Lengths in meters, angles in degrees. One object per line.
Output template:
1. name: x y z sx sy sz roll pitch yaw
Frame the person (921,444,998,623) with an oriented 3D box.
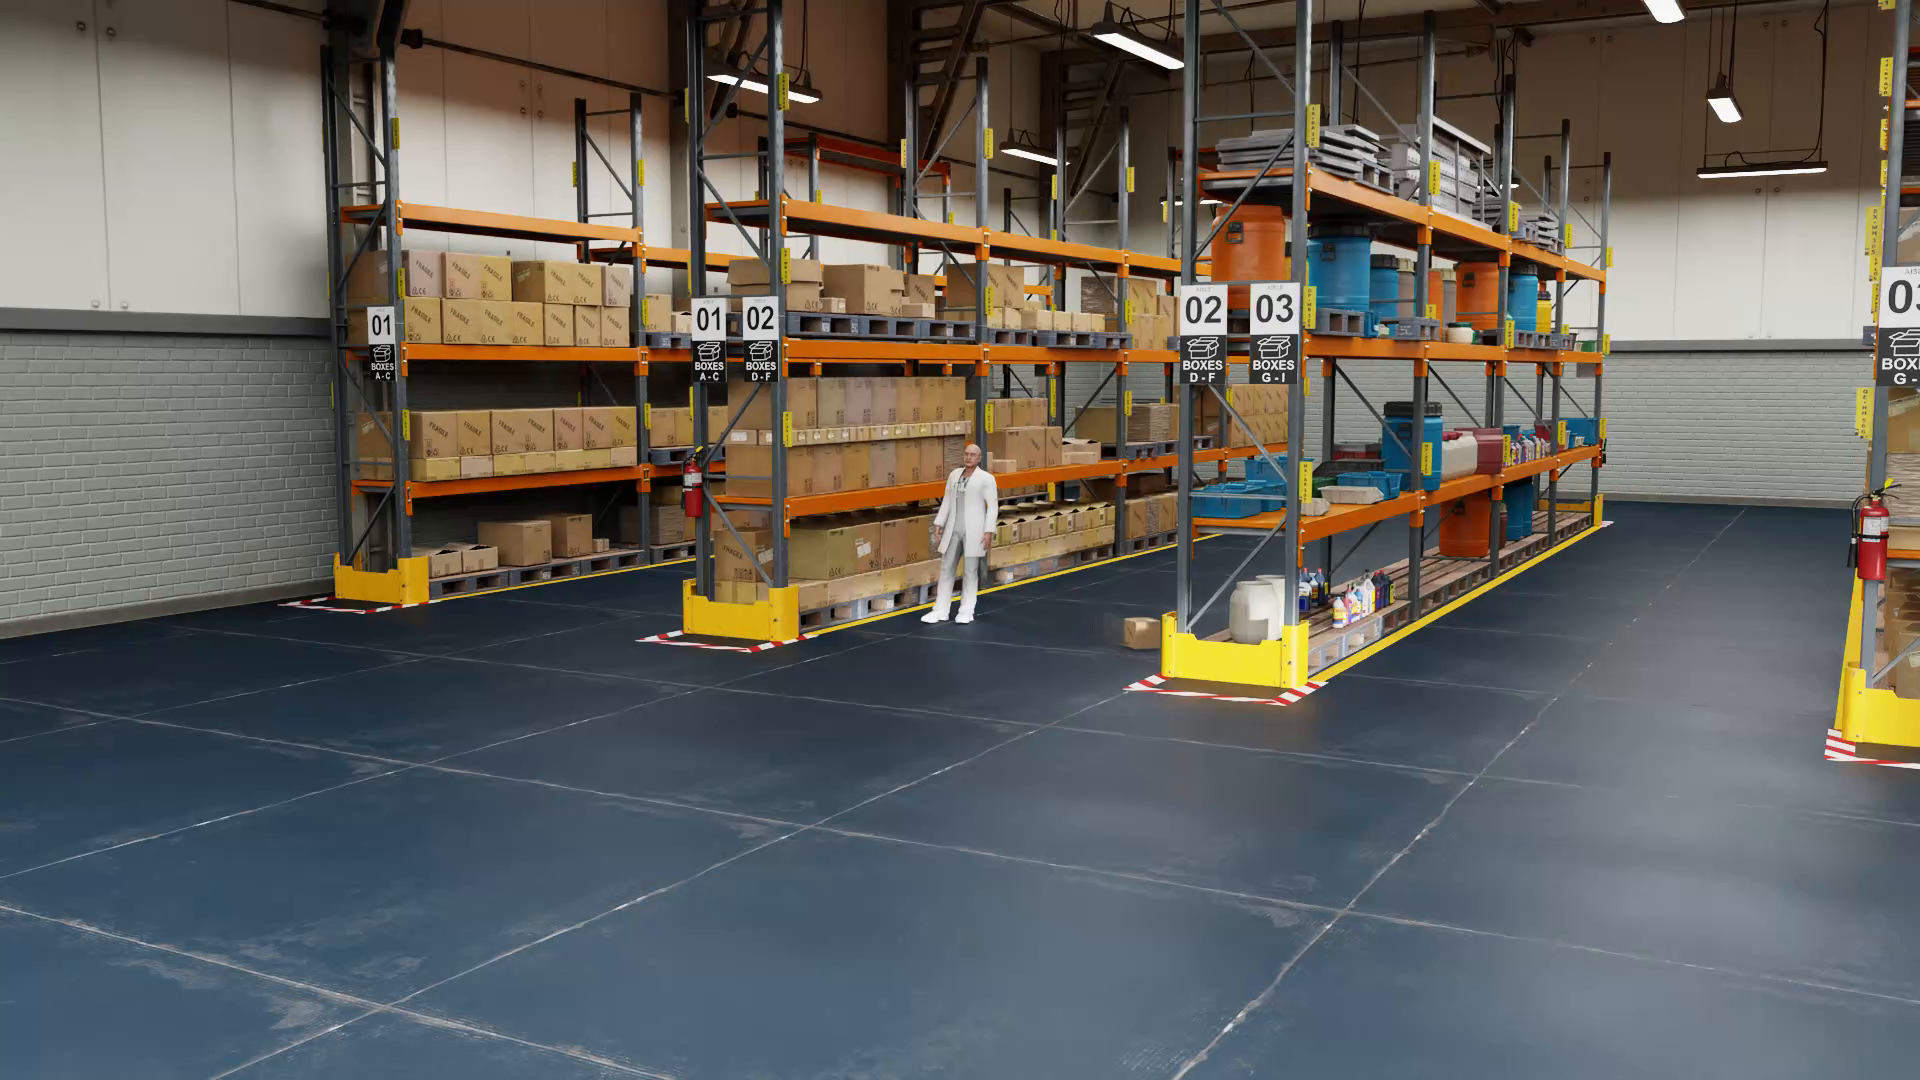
1. person: 0.010 0.033 16.607 0.698 1.583 0.580 3 7 29
